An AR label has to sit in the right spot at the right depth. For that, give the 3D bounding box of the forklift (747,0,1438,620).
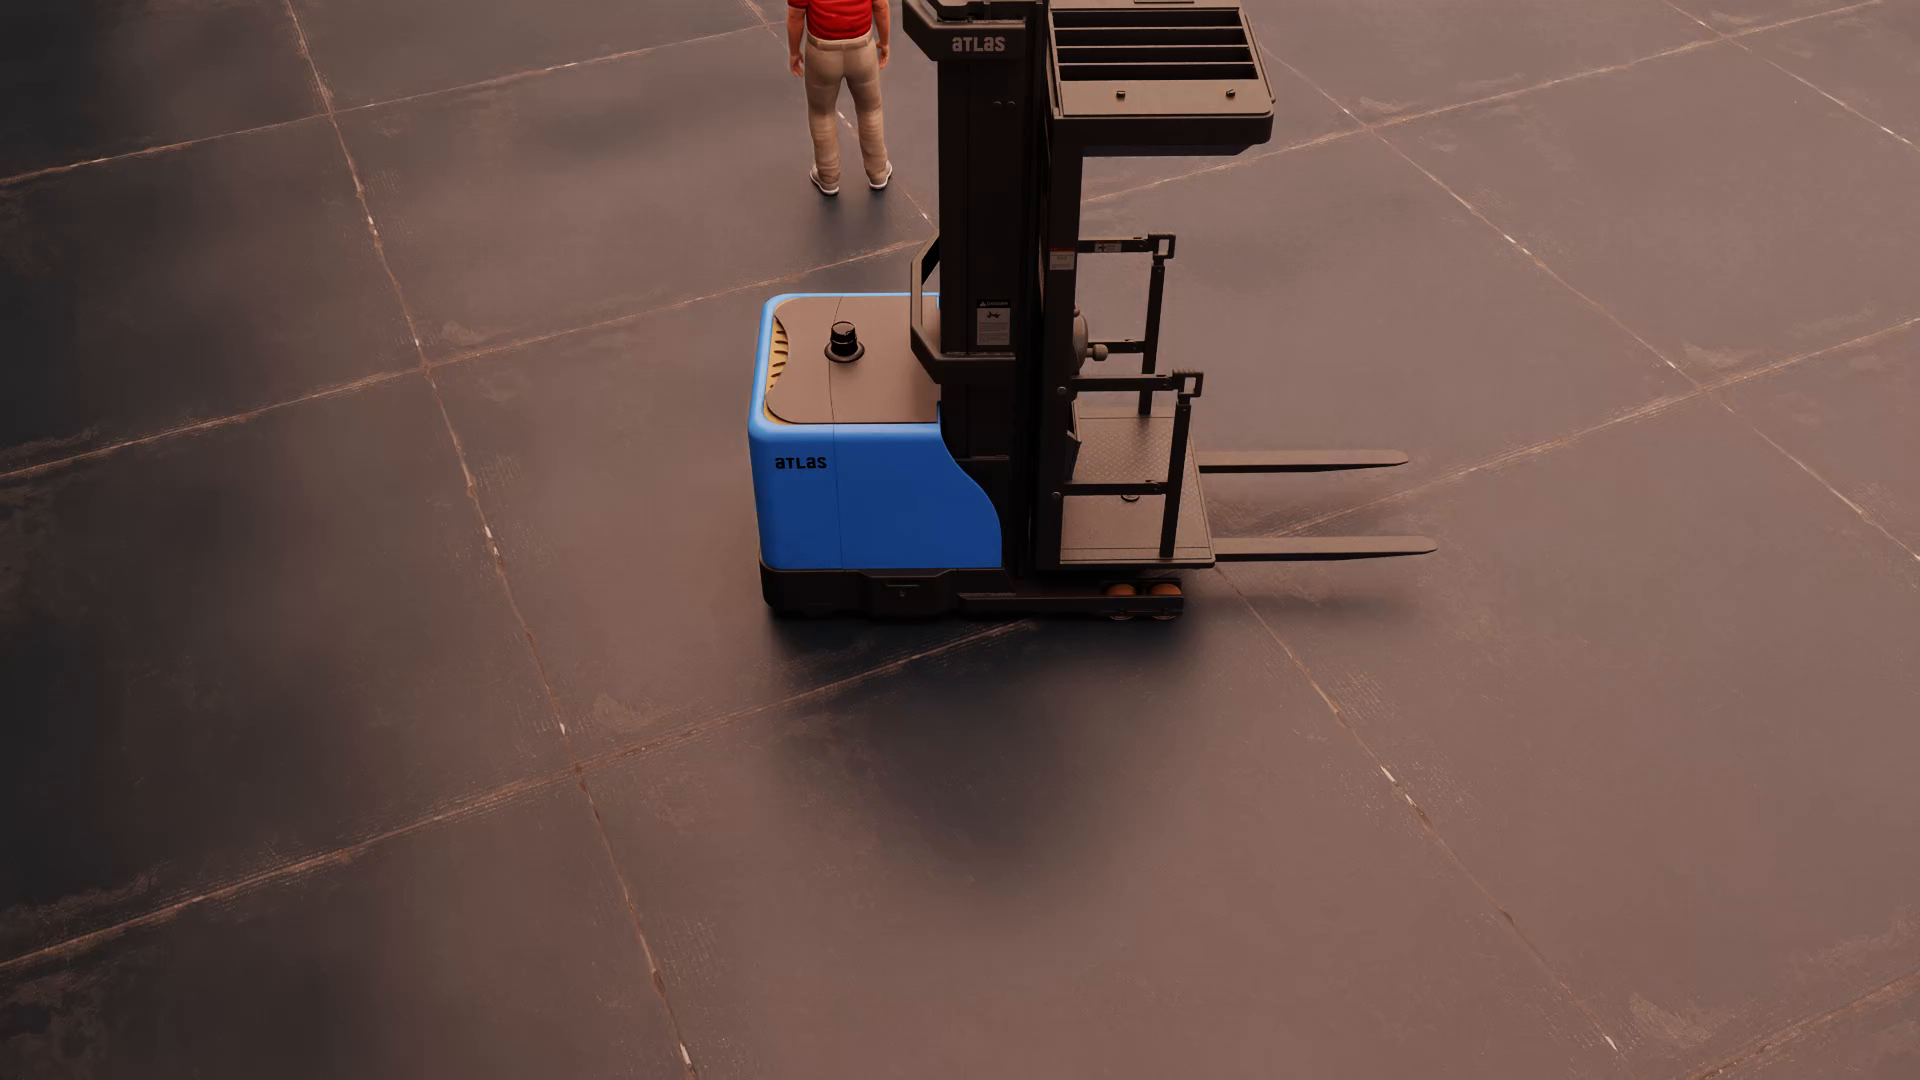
[{"bbox_3d":[0.624,-1.078,6.835,3.031,2.935,1.130,-1,43,-1],"label":"forklift"}]

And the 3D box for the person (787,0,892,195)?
[{"bbox_3d":[-0.690,-2.812,9.575,0.591,1.726,0.388,-8,44,-8],"label":"person"}]
